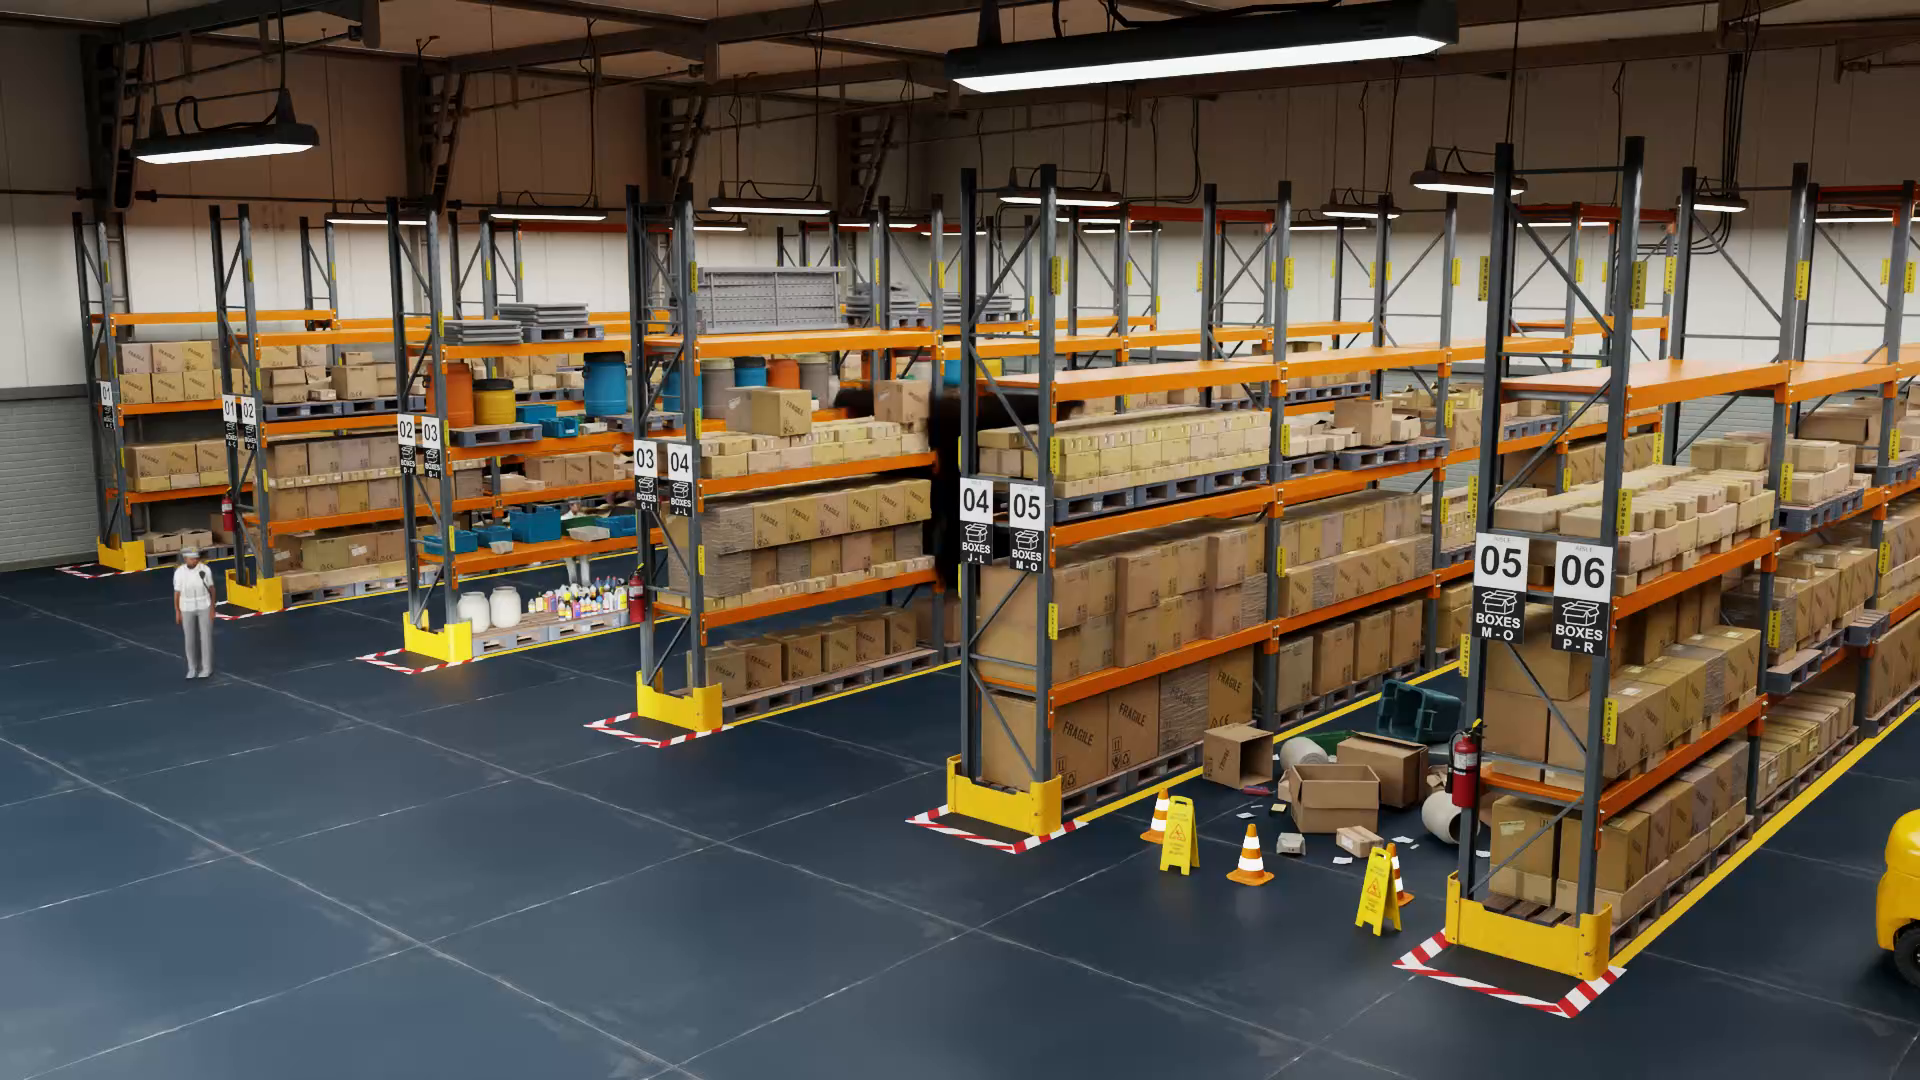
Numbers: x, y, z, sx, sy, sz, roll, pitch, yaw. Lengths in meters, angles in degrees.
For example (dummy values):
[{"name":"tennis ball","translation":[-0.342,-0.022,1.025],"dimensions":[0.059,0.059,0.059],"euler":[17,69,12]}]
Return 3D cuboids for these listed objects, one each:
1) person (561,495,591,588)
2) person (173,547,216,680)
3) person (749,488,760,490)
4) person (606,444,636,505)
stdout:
[{"name":"person","translation":[-5.863,0.147,25.382],"dimensions":[0.500,1.674,0.564],"euler":[-3,10,-19]},{"name":"person","translation":[-9.585,0.901,20.861],"dimensions":[0.480,1.688,0.364],"euler":[-5,11,-26]},{"name":"person","translation":[-3.064,-0.053,24.277],"dimensions":[0.458,1.756,0.889],"euler":[6,11,31]},{"name":"person","translation":[-6.863,-1.172,33.407],"dimensions":[0.620,1.621,1.064],"euler":[7,12,37]}]
